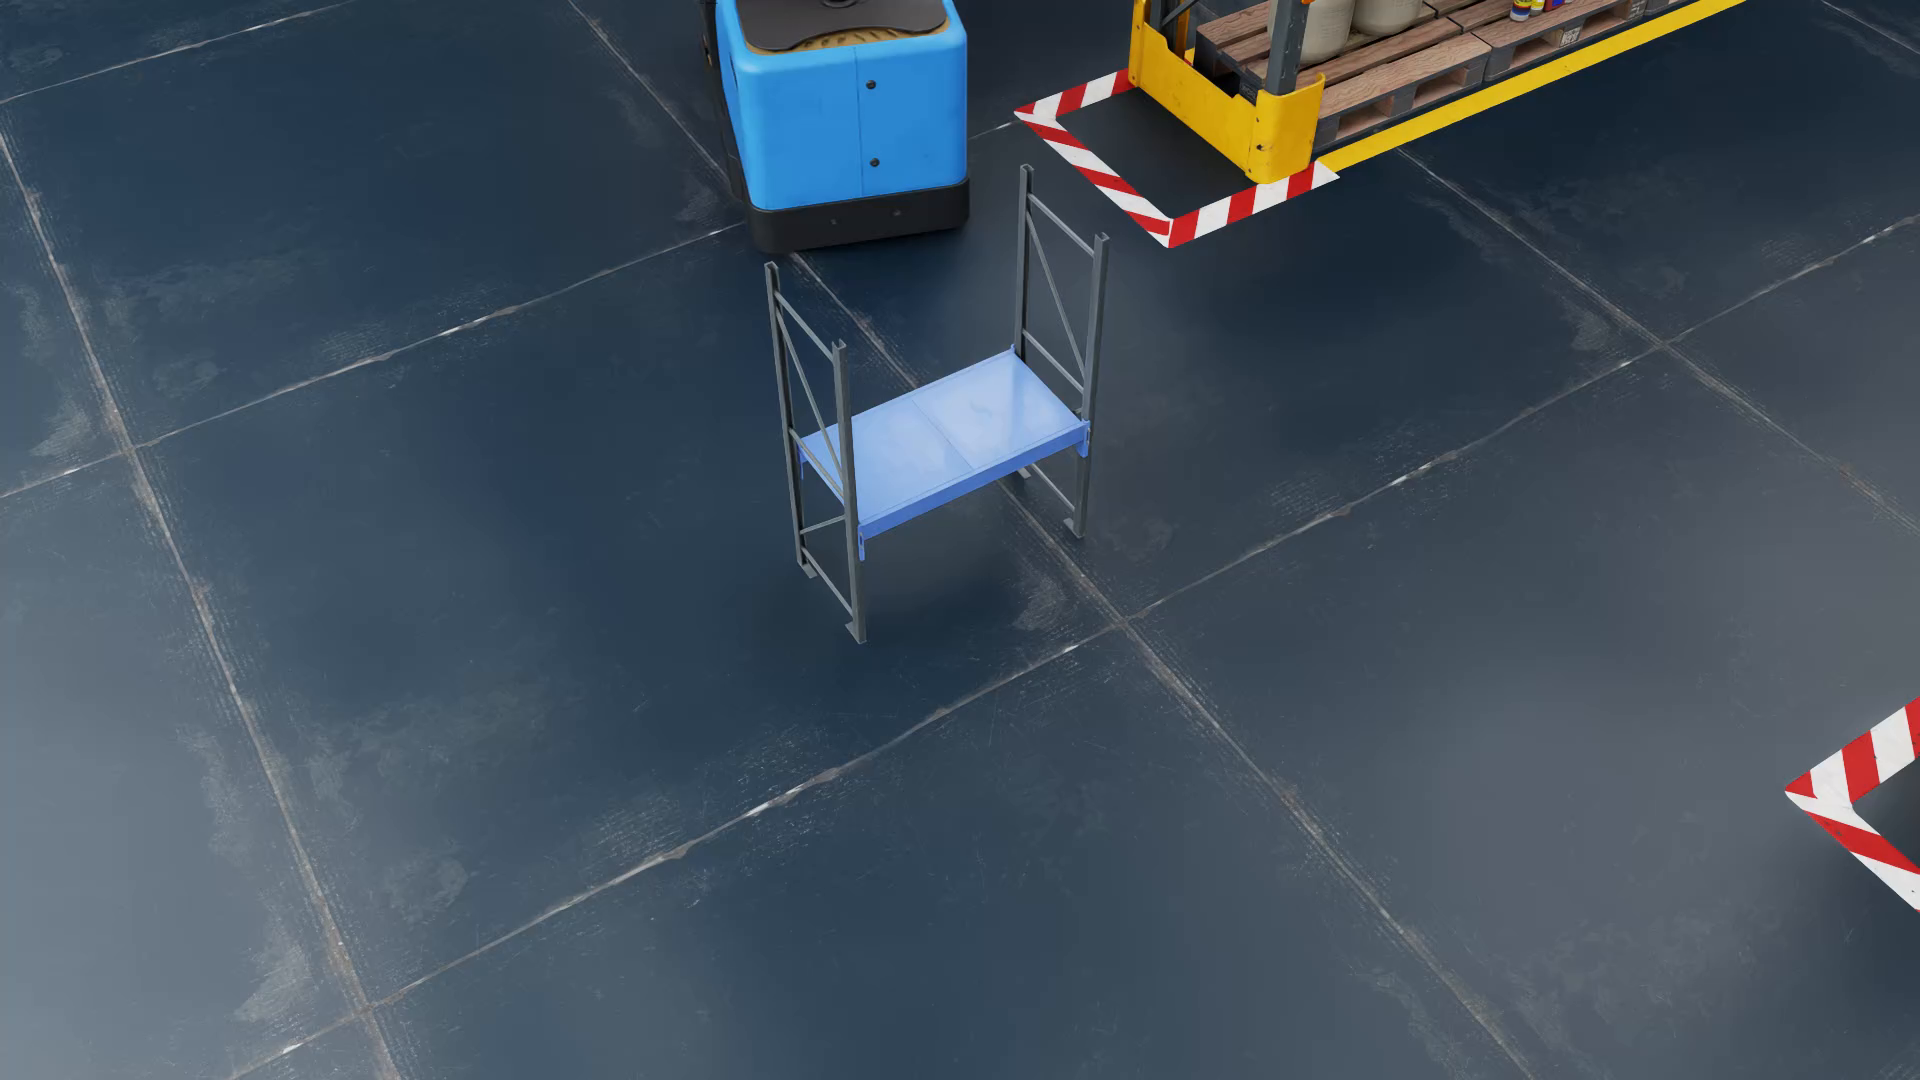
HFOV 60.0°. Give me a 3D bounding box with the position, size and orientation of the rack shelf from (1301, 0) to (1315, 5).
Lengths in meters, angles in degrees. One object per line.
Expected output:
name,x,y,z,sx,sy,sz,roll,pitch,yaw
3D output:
rack shelf,2.981,-3.683,8.448,4.000,0.370,1.077,-25,53,-21

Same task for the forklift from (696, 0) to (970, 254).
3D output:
forklift,-0.786,-3.443,7.799,1.130,2.935,3.031,-10,49,-9

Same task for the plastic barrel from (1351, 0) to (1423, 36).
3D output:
plastic barrel,2.230,-2.948,8.697,0.421,0.512,0.421,0,48,0

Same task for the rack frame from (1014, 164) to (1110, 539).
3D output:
rack frame,0.358,-0.667,6.285,0.032,1.500,0.500,-25,53,-21

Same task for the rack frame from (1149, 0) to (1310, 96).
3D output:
rack frame,1.290,-3.125,7.470,0.127,3.000,1.000,-25,53,-21

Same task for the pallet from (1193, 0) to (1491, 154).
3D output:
pallet,2.019,-2.578,8.850,1.213,0.211,1.003,-25,53,-21

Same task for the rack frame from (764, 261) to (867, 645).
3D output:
rack frame,-0.502,-0.262,5.925,0.032,1.500,0.500,-25,53,-21

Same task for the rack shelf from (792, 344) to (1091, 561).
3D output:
rack shelf,-0.072,-0.345,6.239,1.000,0.185,0.538,-25,53,-21

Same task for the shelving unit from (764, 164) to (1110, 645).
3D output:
shelving unit,-0.072,-0.465,6.105,1.048,1.500,0.538,-25,53,-21

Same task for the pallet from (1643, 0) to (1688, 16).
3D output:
pallet,4.083,-3.550,9.716,1.213,0.211,1.003,-25,53,-21

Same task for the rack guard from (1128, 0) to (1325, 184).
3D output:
rack guard,1.329,-2.354,8.457,0.348,0.500,1.175,-25,53,-21

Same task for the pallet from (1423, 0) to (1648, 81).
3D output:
pallet,3.050,-3.061,9.280,1.213,0.211,1.003,-25,53,-21

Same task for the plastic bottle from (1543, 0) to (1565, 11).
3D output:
plastic bottle,3.191,-2.973,8.858,0.133,0.283,0.061,-24,53,-20

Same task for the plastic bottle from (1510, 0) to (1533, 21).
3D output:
plastic bottle,2.990,-2.890,8.793,0.097,0.271,0.097,0,48,0

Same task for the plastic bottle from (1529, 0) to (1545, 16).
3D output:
plastic bottle,3.077,-2.908,8.856,0.097,0.201,0.097,0,48,0

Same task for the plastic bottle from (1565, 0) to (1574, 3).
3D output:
plastic bottle,3.279,-3.026,8.914,0.097,0.271,0.097,0,48,0

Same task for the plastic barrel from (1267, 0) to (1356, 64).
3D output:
plastic barrel,1.806,-2.748,8.519,0.421,0.512,0.421,0,48,0
